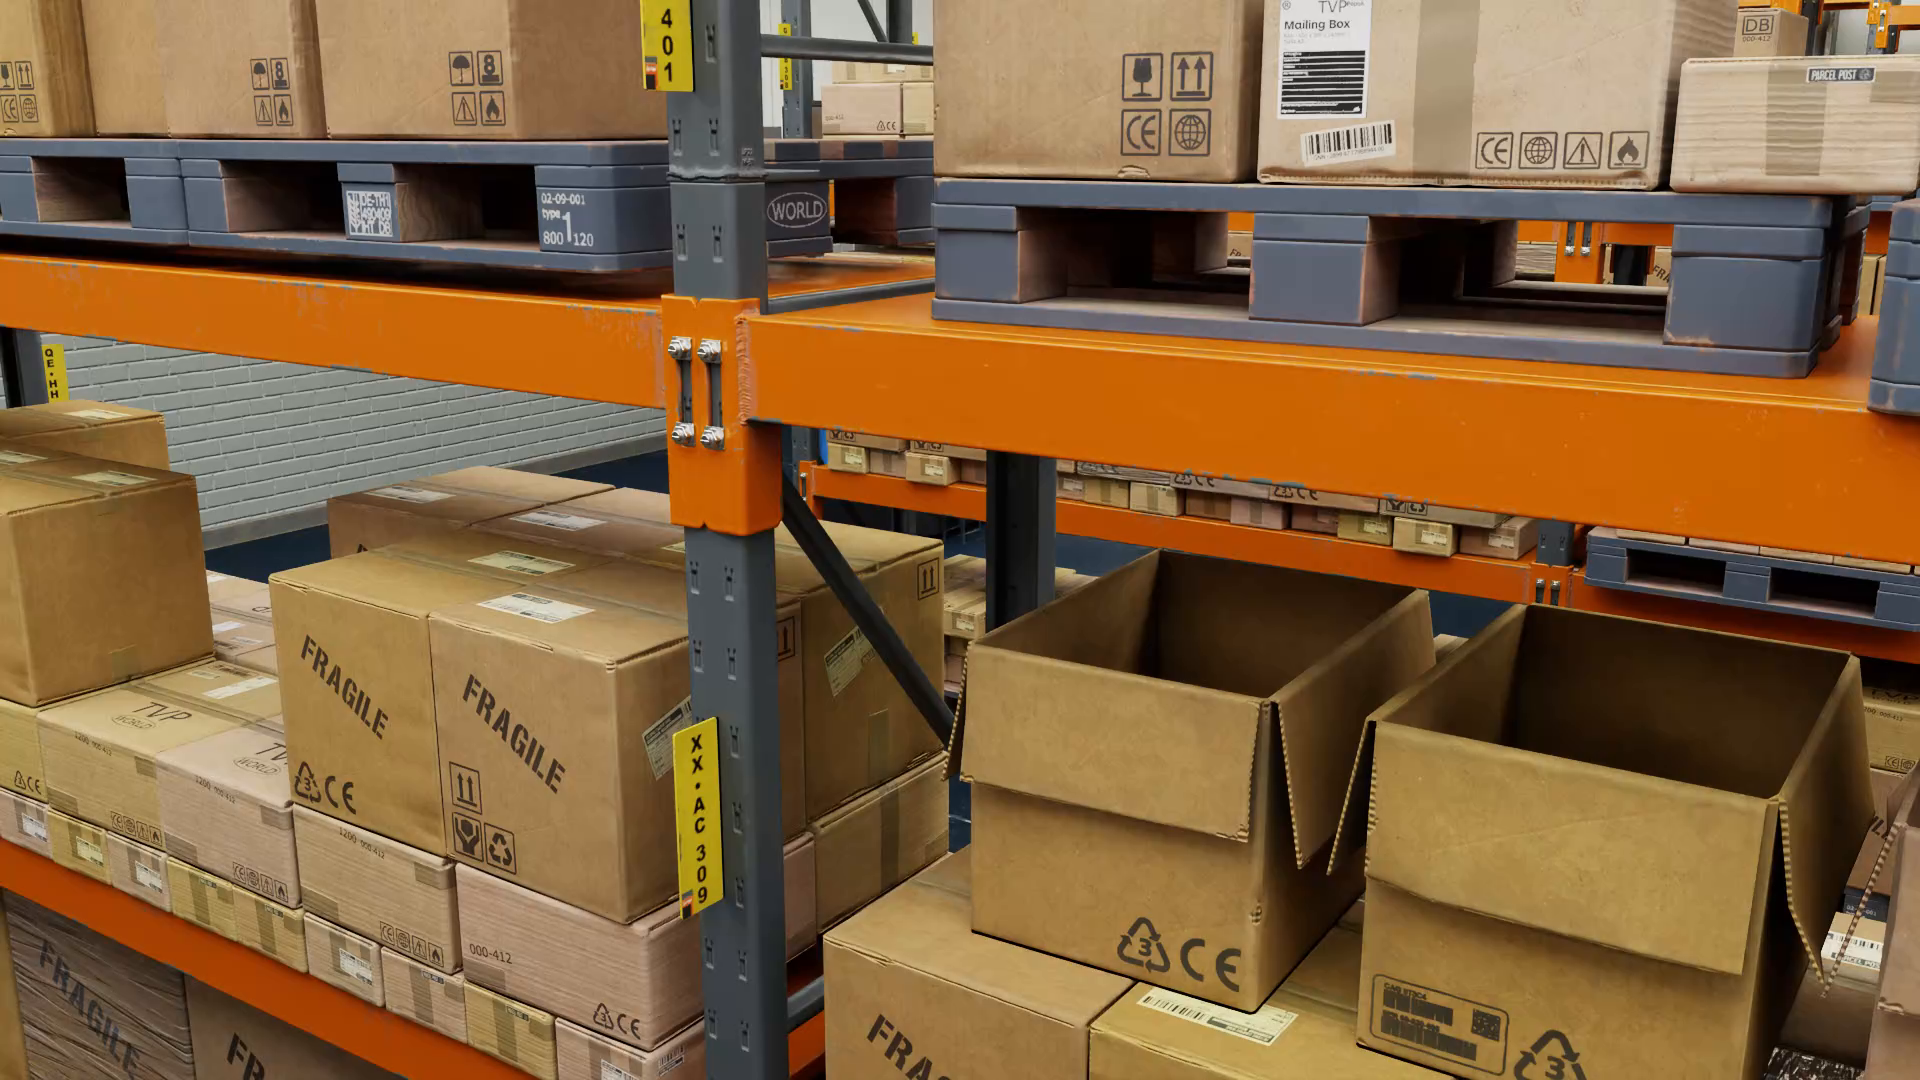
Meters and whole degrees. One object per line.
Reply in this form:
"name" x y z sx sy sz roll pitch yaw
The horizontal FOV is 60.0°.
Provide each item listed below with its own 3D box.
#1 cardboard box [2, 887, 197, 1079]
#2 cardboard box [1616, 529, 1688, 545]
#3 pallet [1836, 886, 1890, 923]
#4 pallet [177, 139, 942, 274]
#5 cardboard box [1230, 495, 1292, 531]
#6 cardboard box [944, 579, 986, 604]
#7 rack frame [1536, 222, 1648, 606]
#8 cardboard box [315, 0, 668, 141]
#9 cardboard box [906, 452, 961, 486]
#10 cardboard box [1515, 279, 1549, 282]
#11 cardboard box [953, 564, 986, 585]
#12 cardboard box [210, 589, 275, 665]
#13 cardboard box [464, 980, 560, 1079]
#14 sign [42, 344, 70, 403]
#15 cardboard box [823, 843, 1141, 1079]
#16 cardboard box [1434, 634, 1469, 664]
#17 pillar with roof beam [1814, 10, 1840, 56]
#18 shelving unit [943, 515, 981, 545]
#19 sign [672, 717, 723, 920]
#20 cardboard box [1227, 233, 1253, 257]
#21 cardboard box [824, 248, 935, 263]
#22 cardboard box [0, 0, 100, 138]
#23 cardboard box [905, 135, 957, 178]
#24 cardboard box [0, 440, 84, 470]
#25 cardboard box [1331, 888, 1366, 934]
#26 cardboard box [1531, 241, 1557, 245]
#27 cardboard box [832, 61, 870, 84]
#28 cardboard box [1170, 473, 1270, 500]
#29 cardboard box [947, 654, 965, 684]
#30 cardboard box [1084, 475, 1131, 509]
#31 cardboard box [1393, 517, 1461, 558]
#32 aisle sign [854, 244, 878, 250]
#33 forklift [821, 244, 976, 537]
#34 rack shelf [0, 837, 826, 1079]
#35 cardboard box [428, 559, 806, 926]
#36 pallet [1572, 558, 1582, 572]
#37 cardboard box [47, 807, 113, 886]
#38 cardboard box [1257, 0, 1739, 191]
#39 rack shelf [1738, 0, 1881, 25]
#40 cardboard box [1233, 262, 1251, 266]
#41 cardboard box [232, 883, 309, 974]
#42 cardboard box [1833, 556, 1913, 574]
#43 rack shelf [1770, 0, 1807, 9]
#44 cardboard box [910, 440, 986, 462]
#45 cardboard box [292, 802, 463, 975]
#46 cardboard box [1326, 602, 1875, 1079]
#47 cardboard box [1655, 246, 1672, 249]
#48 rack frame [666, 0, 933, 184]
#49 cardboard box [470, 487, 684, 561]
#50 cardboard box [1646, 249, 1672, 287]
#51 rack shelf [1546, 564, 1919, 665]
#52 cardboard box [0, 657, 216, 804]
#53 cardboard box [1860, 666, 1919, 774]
"cardboard box" -2.113 1.292 4.910 0.875 0.875 0.875 9 17 33
"cardboard box" 2.798 -0.104 6.650 0.250 0.149 0.380 8 16 30
"pallet" 3.375 1.291 7.168 1.213 0.211 1.003 9 17 33
"pallet" -0.797 -0.716 3.416 1.213 0.211 1.003 9 17 33
"cardboard box" 1.455 -0.167 7.778 0.250 0.149 0.380 8 16 30
"cardboard box" -0.050 0.339 9.032 0.250 0.149 0.380 10 17 34
"rack frame" 2.728 -0.167 7.254 0.127 3.000 1.000 9 17 33
"cardboard box" -0.807 -1.041 3.254 0.500 0.500 0.700 8 16 30
"cardboard box" -0.078 -0.400 8.718 0.250 0.149 0.380 9 16 31
"cardboard box" 2.187 -0.854 7.123 0.500 0.500 0.500 9 16 31
"cardboard box" 0.166 0.254 9.376 0.250 0.149 0.380 10 17 34
"cardboard box" -2.050 0.349 4.863 0.500 0.250 0.500 9 16 31
"cardboard box" -0.774 0.921 3.385 0.250 0.149 0.380 10 17 34
"sign" -3.129 -0.511 5.743 0.005 0.325 0.100 9 17 33
"cardboard box" 0.118 0.872 2.851 0.500 0.500 0.500 9 17 33
"cardboard box" 2.362 0.588 8.025 0.250 0.149 0.380 10 17 36
"pillar with roof beam" 5.696 -4.484 12.211 0.400 9.000 9.100 9 17 33
"shelving unit" 0.017 -0.580 12.670 0.189 1.200 0.258 10 17 35
"sign" -0.433 0.461 2.752 0.005 0.325 0.100 9 17 33
"cardboard box" 2.327 -2.116 12.841 0.500 0.500 0.500 9 16 32
"cardboard box" -0.367 -1.268 8.796 0.500 0.500 0.500 9 17 32
"cardboard box" -2.126 -1.266 4.164 0.500 0.500 0.700 8 16 29
"cardboard box" 0.073 -1.904 8.341 0.500 0.250 0.500 10 17 35
"cardboard box" -2.781 0.022 4.624 0.500 0.500 0.500 9 16 31
"cardboard box" 0.823 0.836 2.995 0.500 0.500 0.500 10 17 35
"cardboard box" 4.166 -2.143 11.599 0.250 0.149 0.380 9 17 32
"cardboard box" -0.450 -2.434 8.612 0.250 0.149 0.380 9 17 32
"cardboard box" 1.327 -0.505 7.793 0.500 0.500 0.500 9 17 33
"cardboard box" 0.138 0.662 8.966 0.250 0.149 0.380 9 17 33
"cardboard box" 0.817 -0.273 8.208 0.250 0.149 0.380 10 17 35
"cardboard box" 2.086 -0.049 7.302 0.250 0.149 0.380 9 16 31
"aisle sign" -0.484 -2.035 9.390 0.004 0.787 0.394 9 17 33
"forklift" 0.070 -1.753 13.804 1.130 2.935 3.031 8 16 29
"rack shelf" -1.784 0.890 4.484 4.000 0.370 1.077 9 17 33
"cardboard box" -0.655 0.365 3.239 0.500 0.500 0.500 10 17 34
"pallet" 4.819 0.069 12.106 1.213 0.211 1.003 9 17 33
"cardboard box" -2.056 0.714 4.220 0.250 0.149 0.380 9 16 31
"cardboard box" 0.736 -0.643 2.247 0.500 0.311 0.500 9 16 31
"rack shelf" 6.514 -4.987 15.745 4.000 0.370 1.077 9 17 33
"cardboard box" 1.650 -1.094 8.093 0.500 0.500 0.500 10 17 34
"cardboard box" -1.414 0.817 3.802 0.250 0.149 0.380 10 17 34
"cardboard box" 3.444 0.000 6.229 0.250 0.149 0.380 9 17 33
"rack shelf" 3.747 -3.804 11.793 4.000 0.370 1.077 9 17 33
"cardboard box" 0.085 -0.714 8.638 0.500 0.500 0.500 9 17 33
"cardboard box" -1.068 0.661 3.602 0.500 0.250 0.500 10 17 34
"cardboard box" 0.973 0.452 2.461 0.637 0.503 0.797 9 17 33
"cardboard box" 4.815 -2.051 11.226 0.250 0.149 0.380 10 17 34
"rack frame" -0.124 -2.103 2.593 0.127 3.000 1.000 9 17 33
"cardboard box" -0.783 0.190 3.944 0.500 0.500 0.500 9 17 33
"cardboard box" 4.861 -1.709 11.197 0.500 0.500 0.500 9 17 32
"rack shelf" 4.387 0.451 6.257 4.000 0.370 1.077 9 17 33
"cardboard box" -2.346 0.455 4.434 0.500 0.250 0.500 9 16 31
"cardboard box" 3.637 0.702 6.514 0.500 0.250 0.500 10 17 34
